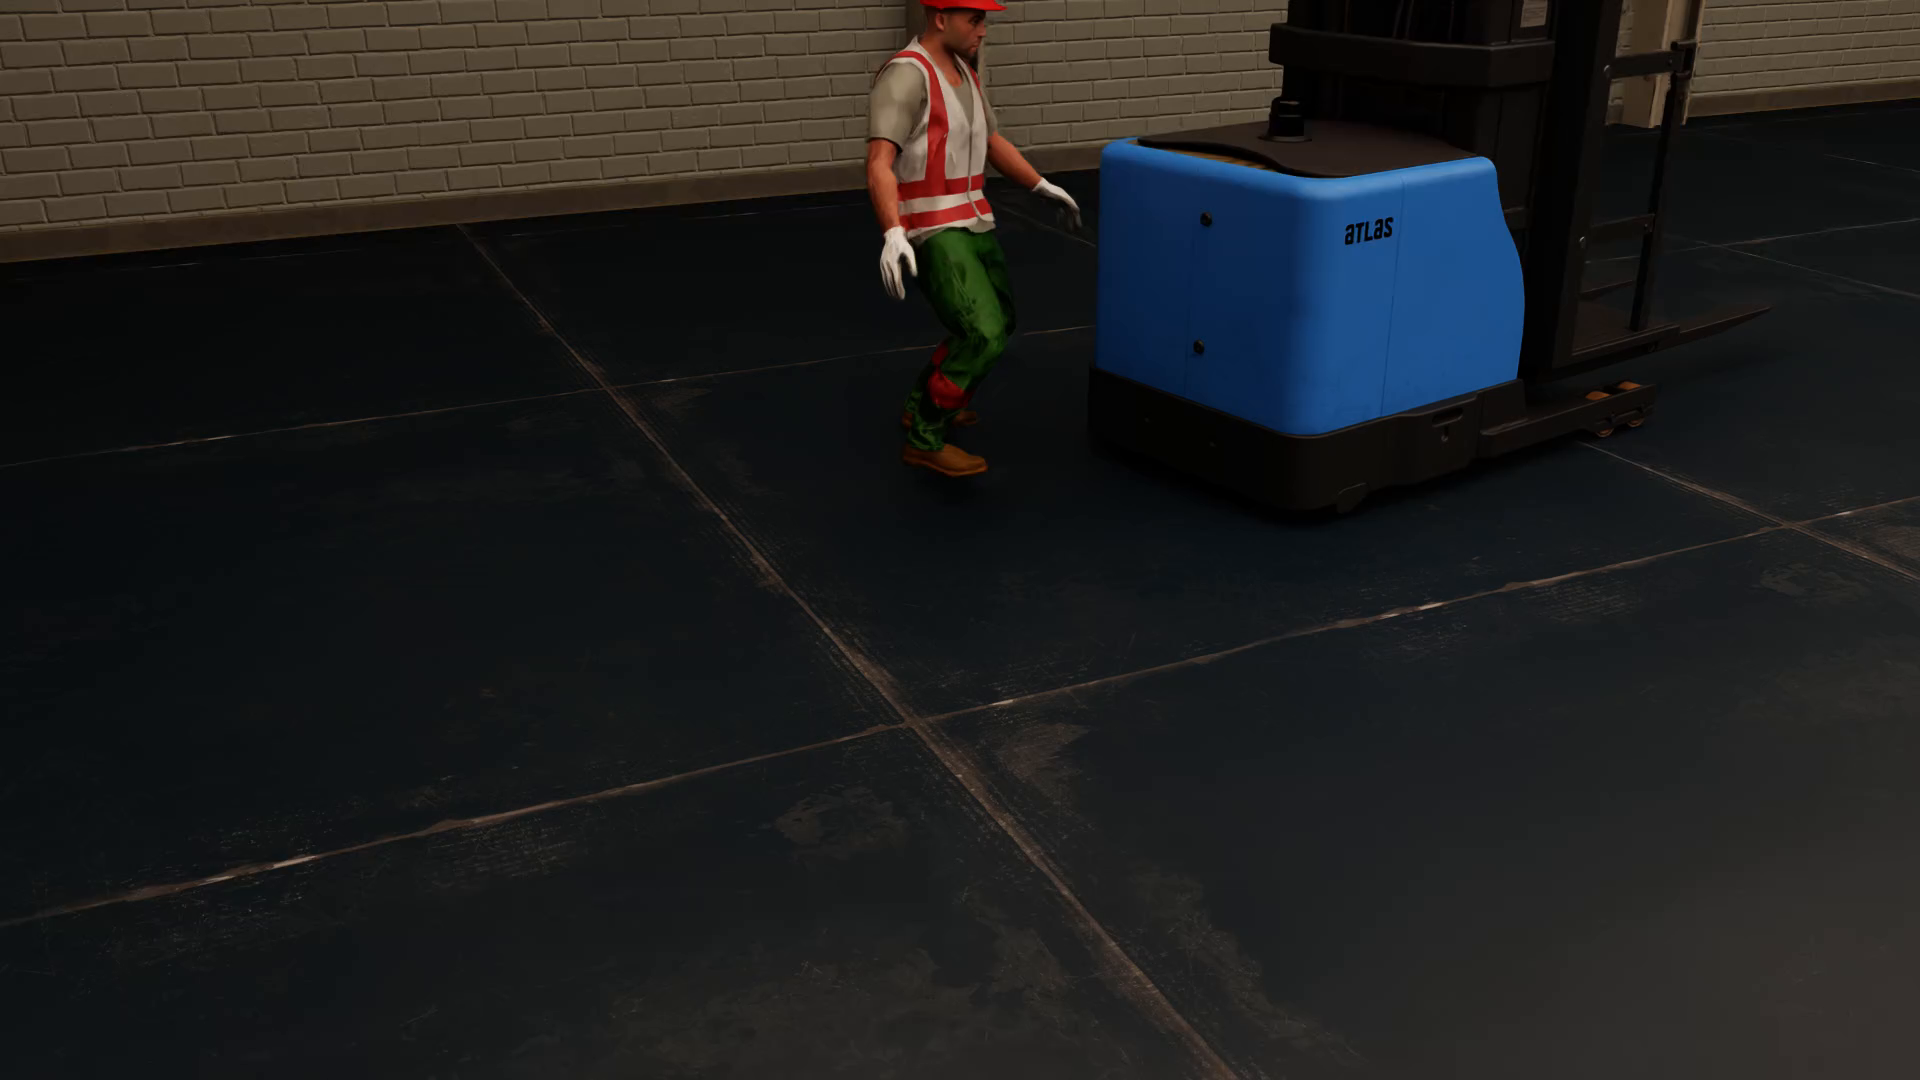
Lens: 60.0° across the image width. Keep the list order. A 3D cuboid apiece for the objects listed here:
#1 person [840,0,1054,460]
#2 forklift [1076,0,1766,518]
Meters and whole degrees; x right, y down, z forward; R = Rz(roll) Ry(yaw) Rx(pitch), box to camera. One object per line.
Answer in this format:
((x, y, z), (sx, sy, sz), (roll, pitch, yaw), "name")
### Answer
((-0.061, -1.058, 5.505), (0.600, 1.669, 0.968), (14, 26, 30), "person")
((1.894, -1.857, 5.756), (3.031, 2.935, 1.130), (-16, 27, -33), "forklift")
